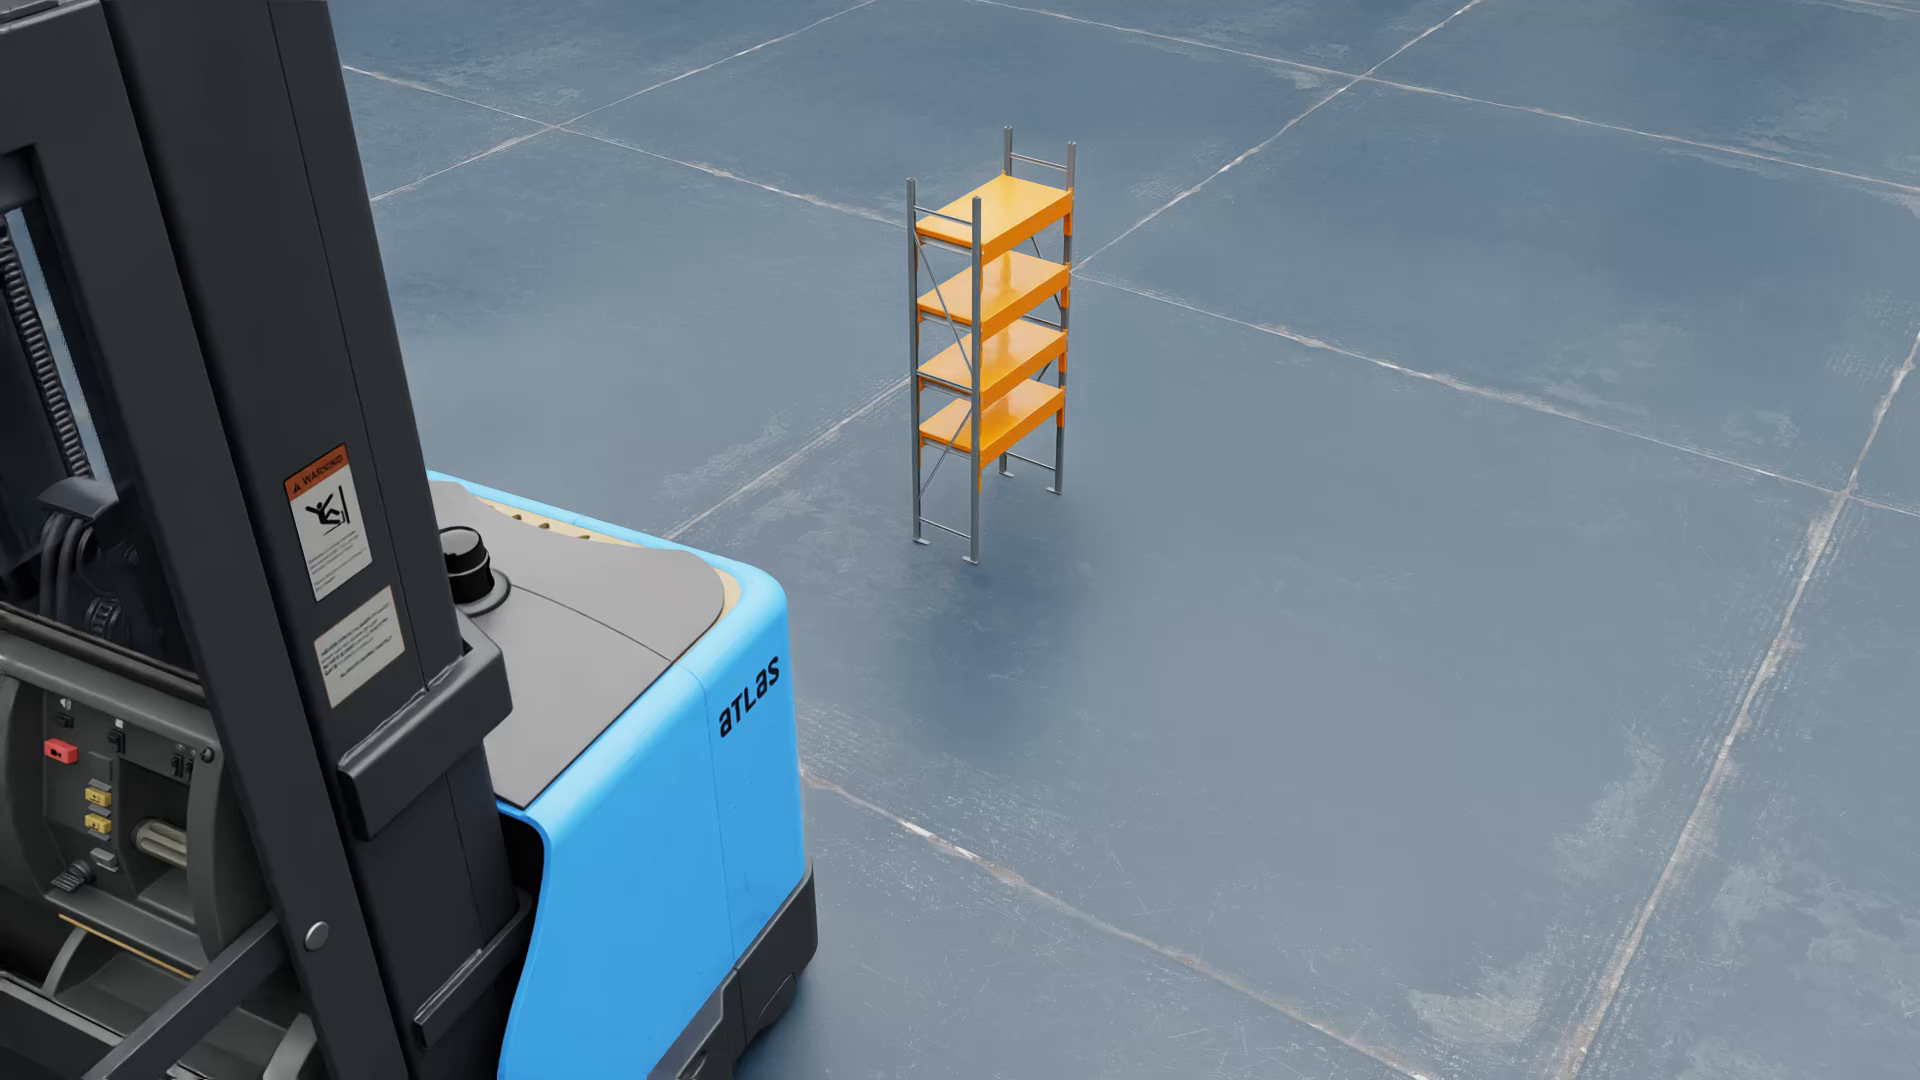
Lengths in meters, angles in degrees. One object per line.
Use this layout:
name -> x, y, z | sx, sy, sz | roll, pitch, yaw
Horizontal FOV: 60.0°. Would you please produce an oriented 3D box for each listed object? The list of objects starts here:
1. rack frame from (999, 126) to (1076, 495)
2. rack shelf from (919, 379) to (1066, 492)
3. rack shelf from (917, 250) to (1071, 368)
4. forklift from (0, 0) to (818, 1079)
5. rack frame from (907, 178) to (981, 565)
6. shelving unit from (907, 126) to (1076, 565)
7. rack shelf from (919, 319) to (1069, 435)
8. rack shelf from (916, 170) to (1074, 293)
rack frame -> 0.234, -0.685, 5.193 | 0.240, 1.200, 0.015 | 21, 39, 28
rack shelf -> 0.094, -0.353, 5.175 | 0.258, 0.148, 0.480 | 21, 39, 28
rack shelf -> 0.094, -0.703, 4.939 | 0.258, 0.148, 0.480 | 21, 39, 28
forklift -> -1.426, 0.363, 2.097 | 1.130, 2.935, 3.031 | 15, 37, 21
rack frame -> -0.045, -0.461, 4.860 | 0.240, 1.200, 0.015 | 21, 39, 28
shelving unit -> 0.094, -0.573, 5.027 | 0.258, 1.200, 0.503 | 21, 39, 28
rack shelf -> 0.094, -0.517, 5.064 | 0.258, 0.148, 0.480 | 21, 39, 28
rack shelf -> 0.094, -0.899, 4.806 | 0.258, 0.148, 0.480 | 21, 39, 28
